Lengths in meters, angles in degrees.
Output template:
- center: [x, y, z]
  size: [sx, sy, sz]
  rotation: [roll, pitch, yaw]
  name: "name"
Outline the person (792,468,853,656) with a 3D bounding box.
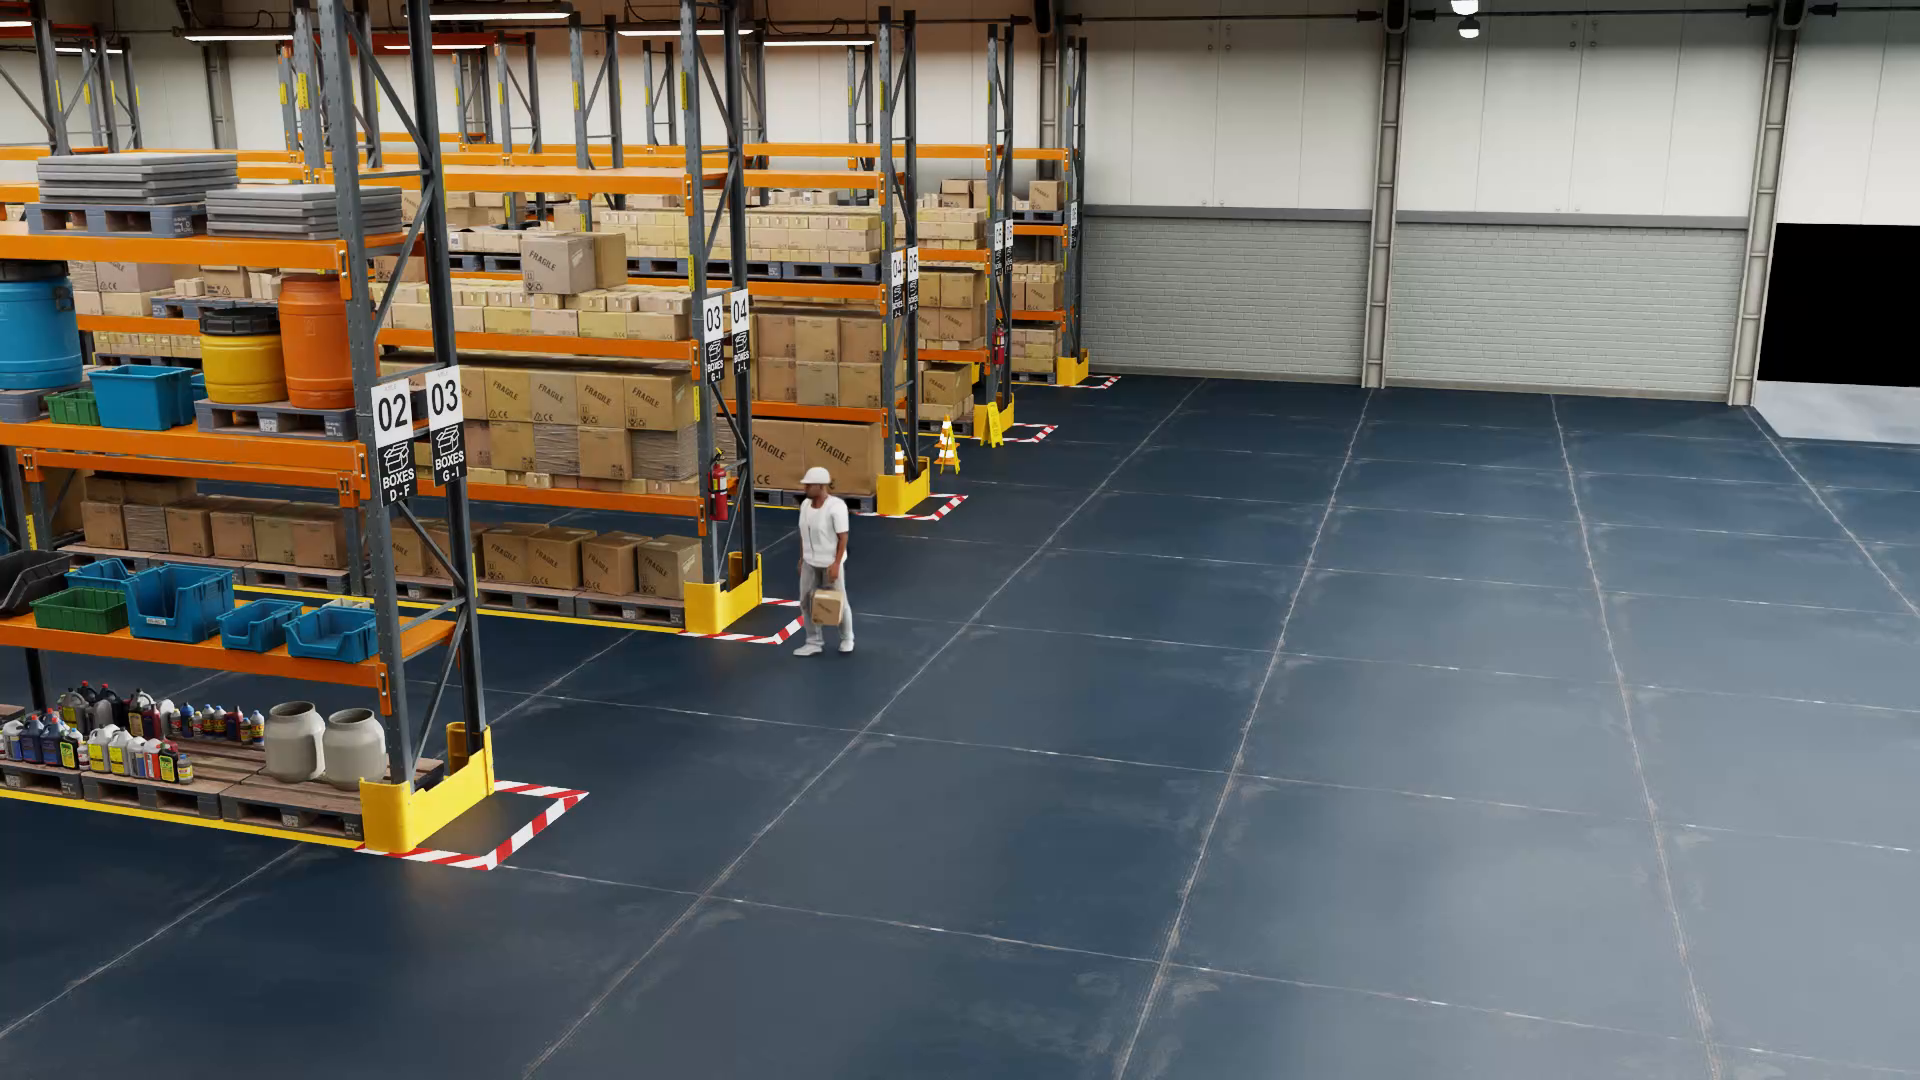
- center: [-1.264, 0.195, 15.249]
  size: [0.577, 1.759, 0.583]
  rotation: [12, 19, 38]
  name: "person"
